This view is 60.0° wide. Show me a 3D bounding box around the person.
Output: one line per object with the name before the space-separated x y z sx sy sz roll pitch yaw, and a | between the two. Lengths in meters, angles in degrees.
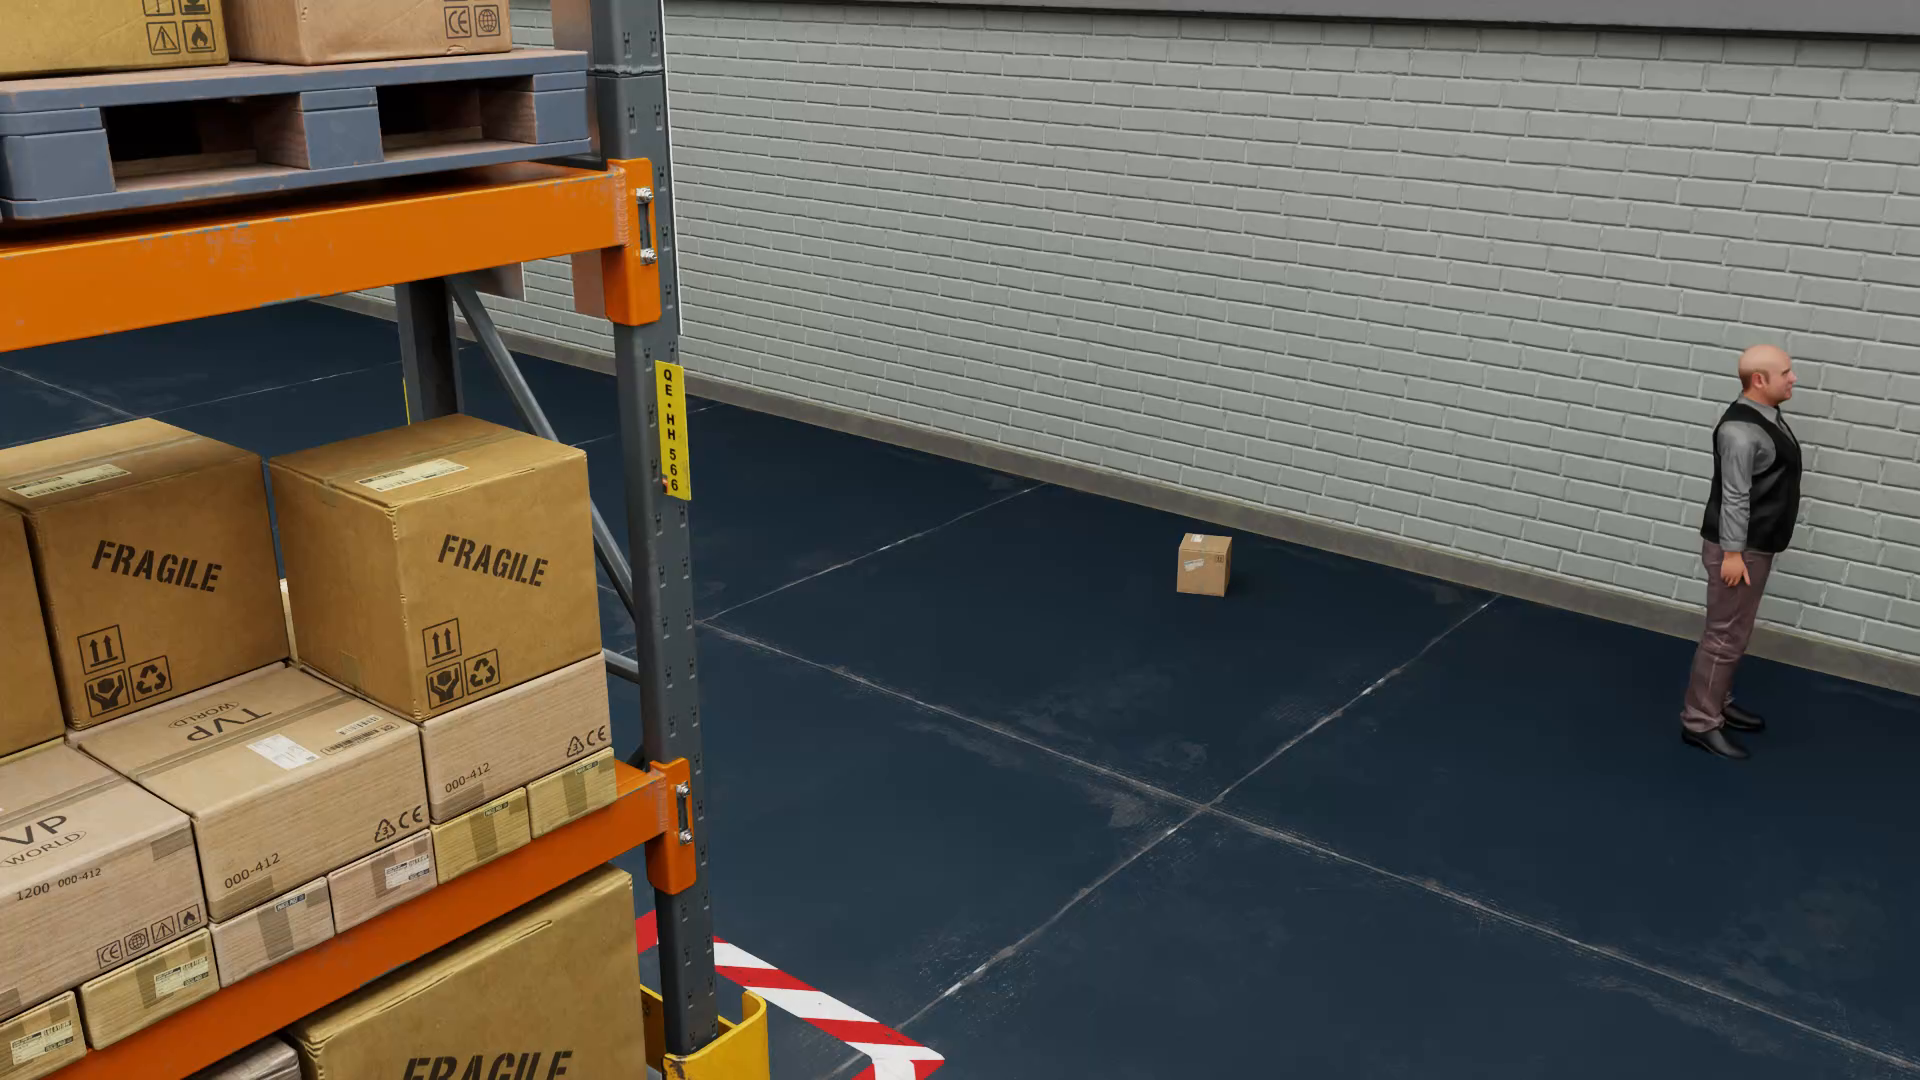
person | 3.321 0.036 7.022 0.378 1.745 0.538 11 23 28
